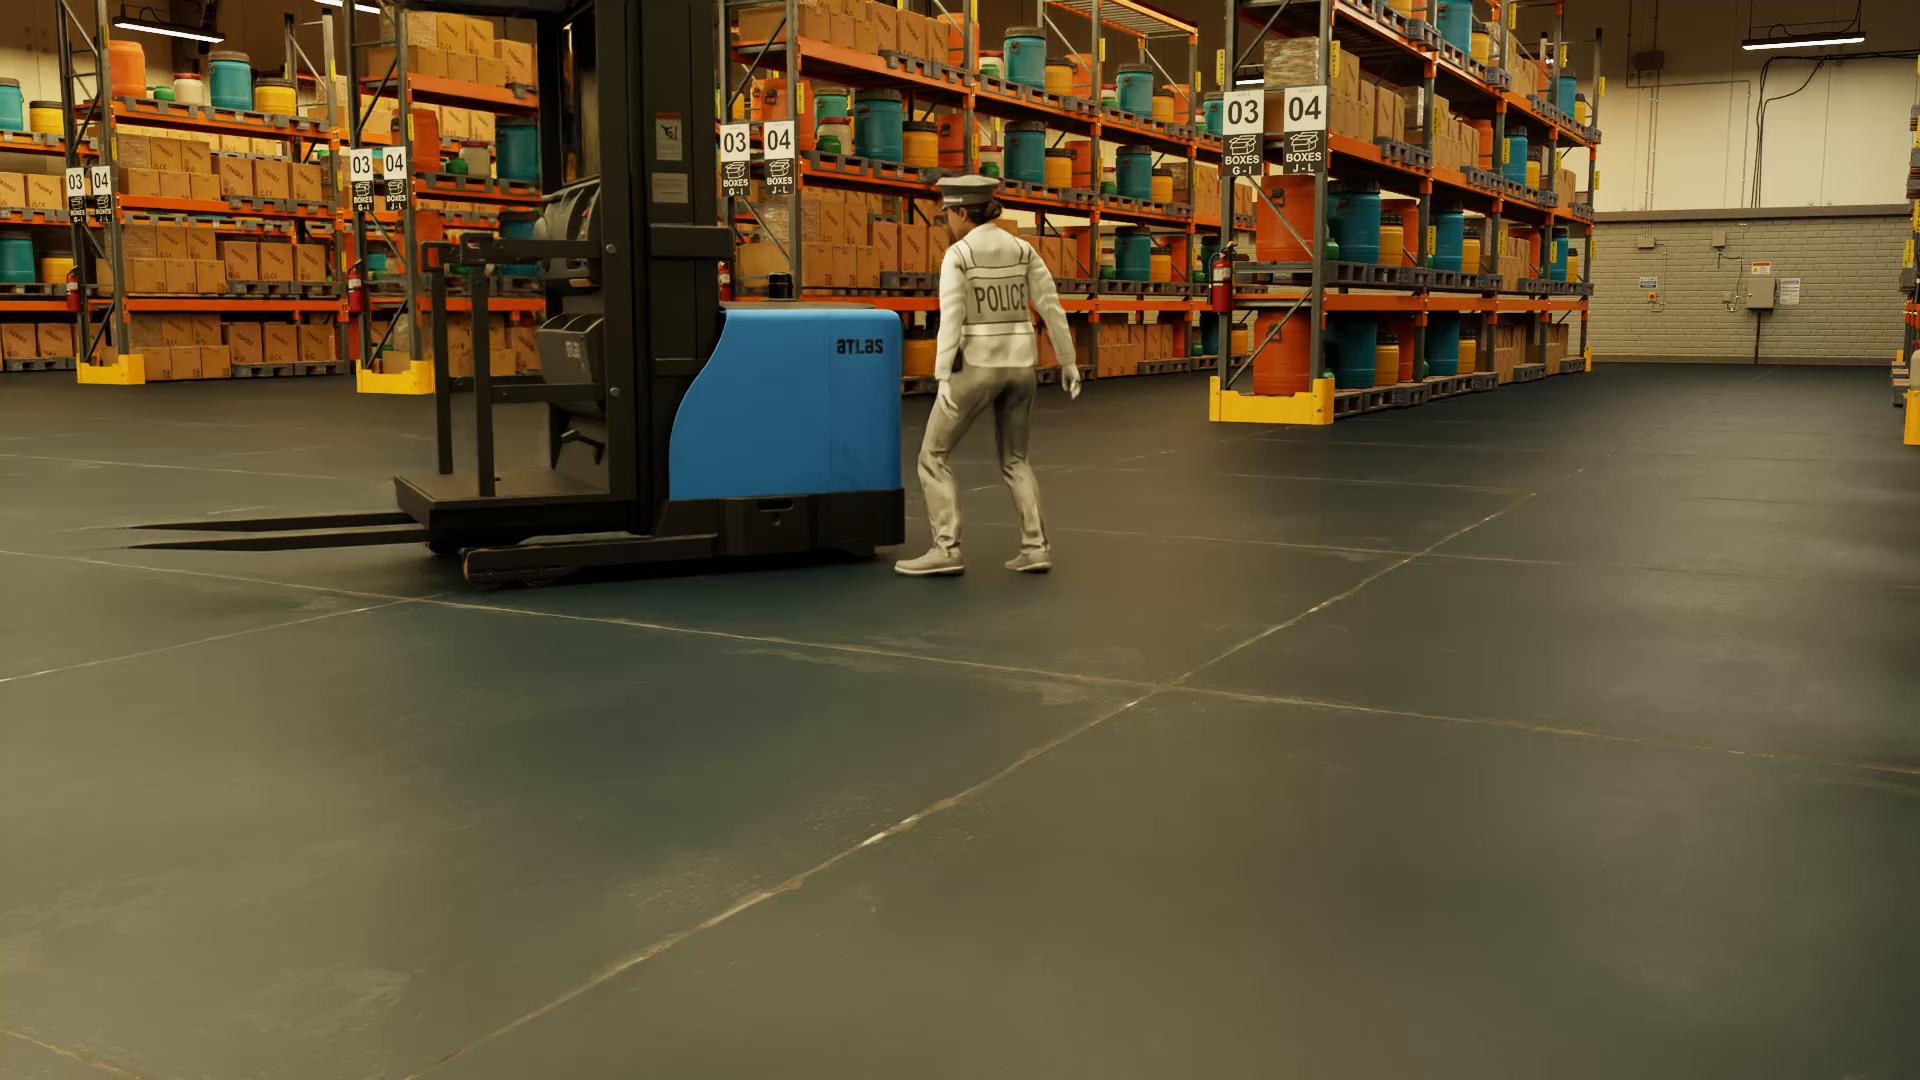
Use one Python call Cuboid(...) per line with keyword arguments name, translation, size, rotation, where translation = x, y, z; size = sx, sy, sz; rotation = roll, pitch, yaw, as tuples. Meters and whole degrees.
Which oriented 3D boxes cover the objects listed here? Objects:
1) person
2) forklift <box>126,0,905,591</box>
Cuboid(name="person", translation=(0.127, -0.664, 6.815), size=(0.809, 1.642, 0.417), rotation=(-5, 9, -30))
Cuboid(name="forklift", translation=(-1.795, -1.339, 6.794), size=(3.031, 2.935, 1.130), rotation=(-4, 9, -26))
